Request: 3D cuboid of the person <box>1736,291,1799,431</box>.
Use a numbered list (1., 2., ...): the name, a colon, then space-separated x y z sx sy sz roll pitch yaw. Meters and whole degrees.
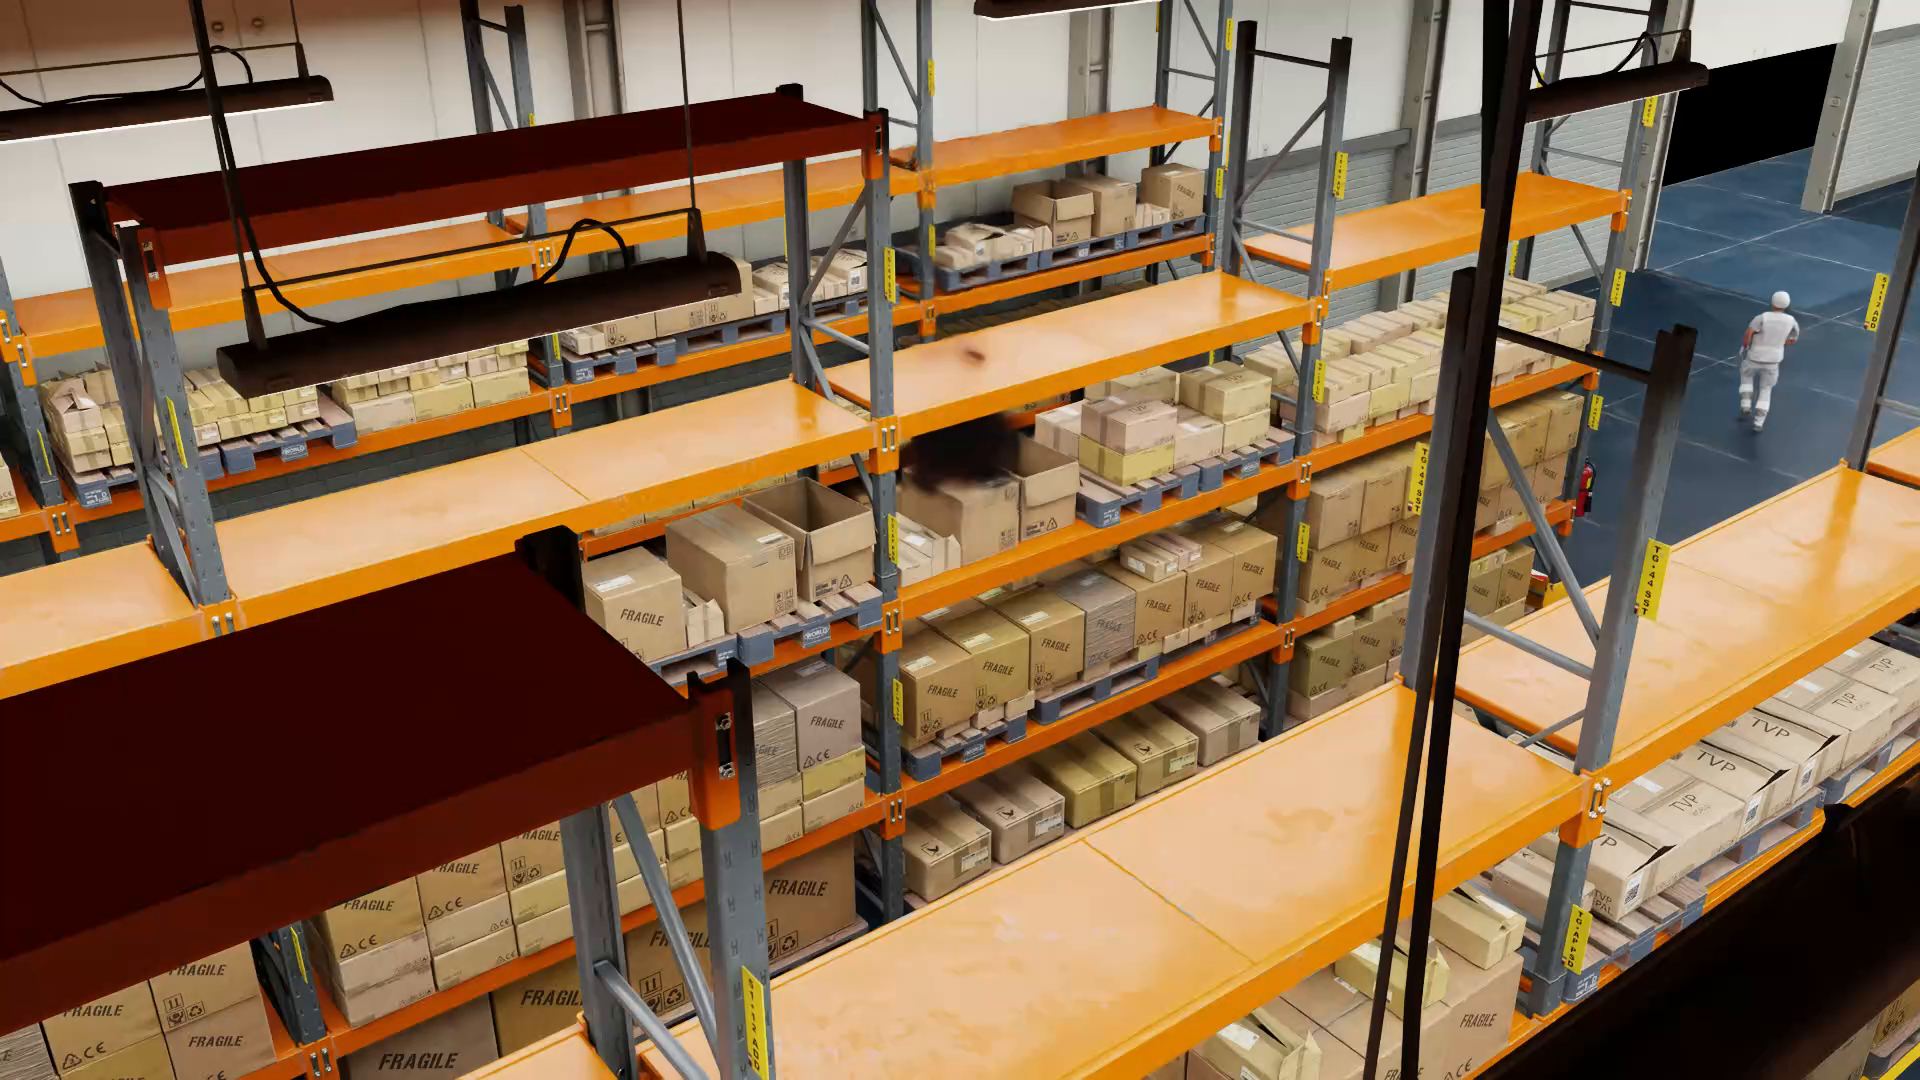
1. person: 10.014 -2.274 20.717 0.637 1.754 0.698 9 27 17
